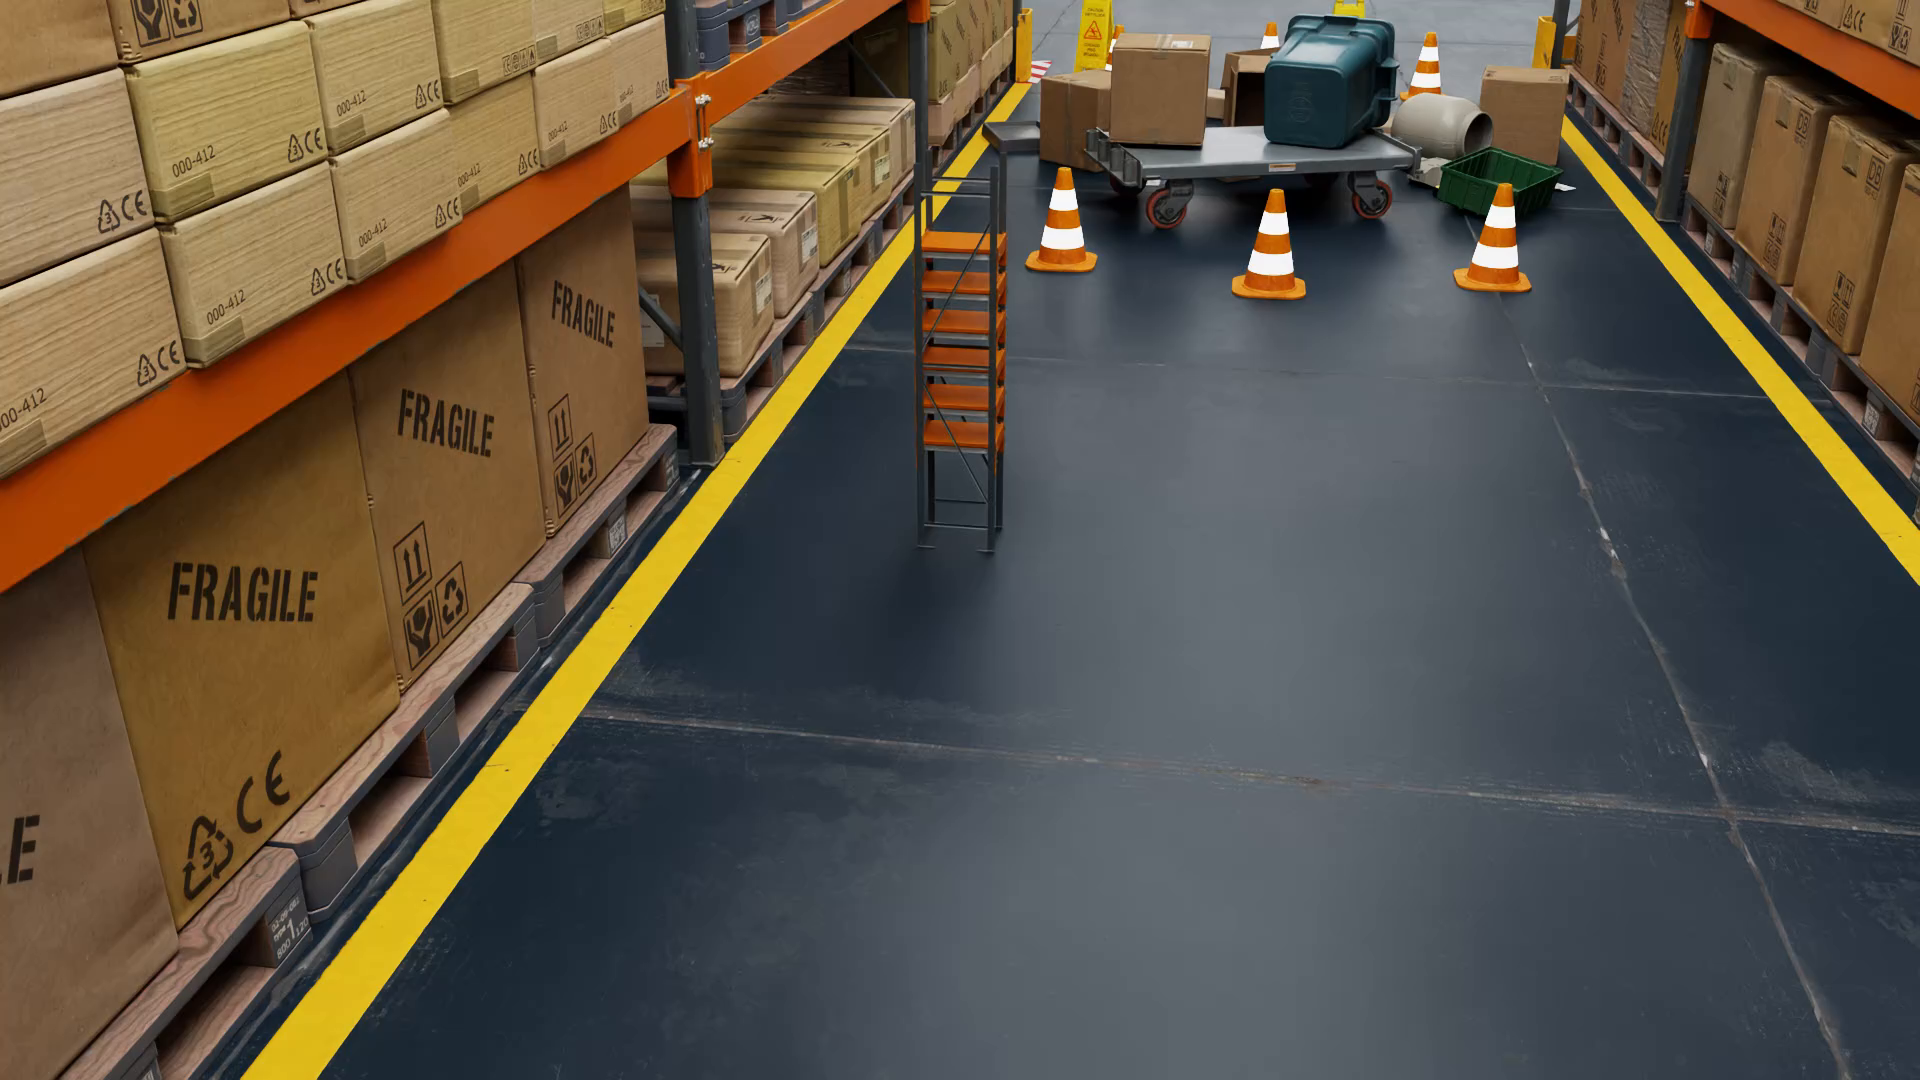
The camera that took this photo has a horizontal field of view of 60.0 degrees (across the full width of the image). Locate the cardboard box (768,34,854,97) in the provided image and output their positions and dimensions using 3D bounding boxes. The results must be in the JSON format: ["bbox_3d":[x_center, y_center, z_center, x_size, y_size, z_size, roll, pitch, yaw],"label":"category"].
[{"bbox_3d":[-0.848,-2.887,9.742,0.500,0.500,0.500,4,25,8],"label":"cardboard box"}]

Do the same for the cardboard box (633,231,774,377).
[{"bbox_3d":[-1.231,-0.899,6.236,0.950,0.372,0.625,2,25,5],"label":"cardboard box"}]

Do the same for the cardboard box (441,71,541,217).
[{"bbox_3d":[-1.326,-0.941,3.900,0.500,0.250,0.500,4,25,8],"label":"cardboard box"}]

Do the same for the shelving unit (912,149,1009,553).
[{"bbox_3d":[0.002,-0.549,5.009,0.258,1.200,0.189,4,25,9],"label":"shelving unit"}]

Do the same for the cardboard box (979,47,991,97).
[{"bbox_3d":[-0.065,-3.162,11.215,0.500,0.250,0.500,3,25,7],"label":"cardboard box"}]

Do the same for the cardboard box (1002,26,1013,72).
[{"bbox_3d":[0.104,-3.587,12.123,0.500,0.250,0.500,4,25,8],"label":"cardboard box"}]

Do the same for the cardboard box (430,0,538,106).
[{"bbox_3d":[-1.305,-1.171,3.801,0.500,0.250,0.500,3,25,7],"label":"cardboard box"}]

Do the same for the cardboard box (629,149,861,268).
[{"bbox_3d":[-0.989,-1.525,7.573,0.950,0.372,0.625,5,26,10],"label":"cardboard box"}]

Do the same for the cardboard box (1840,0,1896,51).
[{"bbox_3d":[3.540,-2.032,5.936,0.500,0.500,0.500,4,25,8],"label":"cardboard box"}]

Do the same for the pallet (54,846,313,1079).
[{"bbox_3d":[-1.935,0.945,2.982,1.003,0.211,1.213,4,25,9],"label":"pallet"}]

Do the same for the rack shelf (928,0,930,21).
[{"bbox_3d":[-0.353,-3.847,10.778,1.077,0.370,4.000,4,25,9],"label":"rack shelf"}]

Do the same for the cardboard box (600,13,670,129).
[{"bbox_3d":[-1.160,-1.366,4.806,0.500,0.250,0.500,3,25,7],"label":"cardboard box"}]

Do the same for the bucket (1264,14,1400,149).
[{"bbox_3d":[1.968,-2.458,9.031,0.726,0.611,0.620,13,38,26],"label":"bucket"}]

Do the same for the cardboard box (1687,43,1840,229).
[{"bbox_3d":[4.208,-1.941,8.016,1.050,0.750,0.750,4,25,8],"label":"cardboard box"}]

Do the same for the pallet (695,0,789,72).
[{"bbox_3d":[-1.322,-1.882,5.958,1.213,0.211,1.003,4,25,9],"label":"pallet"}]

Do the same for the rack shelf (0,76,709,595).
[{"bbox_3d":[-1.660,-0.501,3.630,1.077,0.370,4.000,4,25,9],"label":"rack shelf"}]

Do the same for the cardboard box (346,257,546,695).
[{"bbox_3d":[-1.678,-0.235,4.225,0.875,0.875,0.875,4,25,9],"label":"cardboard box"}]

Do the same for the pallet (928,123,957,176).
[{"bbox_3d":[-0.605,-2.356,10.035,1.003,0.211,1.213,4,25,9],"label":"pallet"}]

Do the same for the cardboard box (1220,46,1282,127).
[{"bbox_3d":[2.185,-2.968,10.998,0.797,0.503,0.637,-14,29,-27],"label":"cardboard box"}]

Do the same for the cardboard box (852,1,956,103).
[{"bbox_3d":[-0.317,-2.849,9.661,0.500,0.500,0.500,5,26,11],"label":"cardboard box"}]

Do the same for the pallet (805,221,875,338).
[{"bbox_3d":[-1.002,-1.236,7.641,1.003,0.211,1.213,4,25,9],"label":"pallet"}]

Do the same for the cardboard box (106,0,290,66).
[{"bbox_3d":[-1.491,-1.077,2.715,0.500,0.500,0.500,3,25,7],"label":"cardboard box"}]

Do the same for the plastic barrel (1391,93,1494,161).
[{"bbox_3d":[2.892,-2.449,9.983,0.421,0.421,0.512,-20,32,-36],"label":"plastic barrel"}]

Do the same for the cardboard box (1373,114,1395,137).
[{"bbox_3d":[2.684,-2.644,10.585,0.396,0.266,0.258,8,26,18],"label":"cardboard box"}]

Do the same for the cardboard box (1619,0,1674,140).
[{"bbox_3d":[4.536,-2.899,9.915,0.875,0.875,0.875,4,25,9],"label":"cardboard box"}]

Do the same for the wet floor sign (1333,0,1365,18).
[{"bbox_3d":[2.925,-3.791,12.589,0.267,0.644,0.232,0,25,-1],"label":"wet floor sign"}]

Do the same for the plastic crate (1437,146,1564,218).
[{"bbox_3d":[2.956,-1.951,9.130,0.450,0.188,0.662,29,36,30],"label":"plastic crate"}]

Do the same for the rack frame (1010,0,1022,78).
[{"bbox_3d":[-0.026,-5.009,12.413,1.000,3.000,0.127,4,25,9],"label":"rack frame"}]

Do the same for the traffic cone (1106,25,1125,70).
[{"bbox_3d":[1.177,-3.591,12.376,0.336,0.463,0.334,4,25,9],"label":"traffic cone"}]

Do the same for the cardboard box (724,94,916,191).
[{"bbox_3d":[-0.763,-2.117,8.838,0.950,0.372,0.625,4,25,9],"label":"cardboard box"}]

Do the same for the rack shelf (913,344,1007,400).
[{"bbox_3d":[0.002,-0.509,5.027,0.258,0.103,0.180,4,25,9],"label":"rack shelf"}]

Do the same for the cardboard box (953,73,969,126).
[{"bbox_3d":[-0.241,-2.733,10.299,0.500,0.250,0.500,5,26,11],"label":"cardboard box"}]

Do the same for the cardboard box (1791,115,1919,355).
[{"bbox_3d":[3.895,-1.148,6.323,1.050,0.750,0.750,4,25,9],"label":"cardboard box"}]

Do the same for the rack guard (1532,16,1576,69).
[{"bbox_3d":[4.878,-3.586,12.322,1.175,0.500,0.348,4,25,9],"label":"rack guard"}]

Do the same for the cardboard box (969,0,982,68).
[{"bbox_3d":[-0.155,-3.290,10.604,0.500,0.500,0.500,5,26,11],"label":"cardboard box"}]

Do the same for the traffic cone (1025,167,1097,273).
[{"bbox_3d":[0.499,-1.571,8.061,0.336,0.463,0.334,4,25,9],"label":"traffic cone"}]

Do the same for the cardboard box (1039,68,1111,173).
[{"bbox_3d":[0.838,-2.559,10.124,0.500,0.500,0.500,-20,32,-36],"label":"cardboard box"}]

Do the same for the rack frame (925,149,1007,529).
[{"bbox_3d":[0.017,-0.588,5.090,0.240,1.200,0.006,4,25,9],"label":"rack frame"}]

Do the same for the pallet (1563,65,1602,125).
[{"bbox_3d":[4.821,-3.105,11.636,1.003,0.211,1.213,4,25,9],"label":"pallet"}]

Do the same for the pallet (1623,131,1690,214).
[{"bbox_3d":[4.422,-2.085,9.455,1.003,0.211,1.213,4,25,9],"label":"pallet"}]

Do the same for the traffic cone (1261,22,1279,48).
[{"bbox_3d":[2.327,-3.656,12.515,0.336,0.463,0.334,4,25,9],"label":"traffic cone"}]

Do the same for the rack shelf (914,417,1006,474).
[{"bbox_3d":[0.002,-0.292,5.129,0.258,0.103,0.180,4,25,9],"label":"rack shelf"}]

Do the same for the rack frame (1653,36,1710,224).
[{"bbox_3d":[4.220,-3.035,8.196,1.000,3.000,0.127,4,25,9],"label":"rack frame"}]

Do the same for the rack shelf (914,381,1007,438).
[{"bbox_3d":[0.002,-0.401,5.078,0.258,0.103,0.180,4,25,9],"label":"rack shelf"}]

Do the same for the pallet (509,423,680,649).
[{"bbox_3d":[-1.537,-0.076,5.163,1.003,0.211,1.213,4,25,9],"label":"pallet"}]

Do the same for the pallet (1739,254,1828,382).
[{"bbox_3d":[3.972,-0.933,6.994,1.003,0.211,1.213,4,25,9],"label":"pallet"}]

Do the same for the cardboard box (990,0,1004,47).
[{"bbox_3d":[0.019,-3.722,11.527,0.500,0.500,0.500,5,26,10],"label":"cardboard box"}]

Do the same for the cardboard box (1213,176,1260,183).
[{"bbox_3d":[1.571,-2.290,9.829,0.258,0.266,0.396,-14,29,-27],"label":"cardboard box"}]

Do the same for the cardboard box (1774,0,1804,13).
[{"bbox_3d":[3.703,-2.459,6.848,0.500,0.500,0.500,4,25,8],"label":"cardboard box"}]

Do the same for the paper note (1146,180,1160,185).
[{"bbox_3d":[1.090,-2.095,9.689,0.148,0.019,0.142,4,25,9],"label":"paper note"}]

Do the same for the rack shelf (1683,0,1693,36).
[{"bbox_3d":[4.547,-3.546,10.136,1.077,0.370,4.000,4,25,9],"label":"rack shelf"}]

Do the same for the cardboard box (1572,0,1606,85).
[{"bbox_3d":[4.828,-3.648,11.516,0.875,0.875,0.875,4,25,9],"label":"cardboard box"}]

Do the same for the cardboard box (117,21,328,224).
[{"bbox_3d":[-1.471,-0.742,2.885,0.500,0.250,0.500,4,25,9],"label":"cardboard box"}]

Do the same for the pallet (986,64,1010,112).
[{"bbox_3d":[-0.206,-3.377,12.216,1.003,0.211,1.213,4,25,9],"label":"pallet"}]

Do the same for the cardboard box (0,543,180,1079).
[{"bbox_3d":[-1.965,0.517,2.618,0.875,0.875,0.875,5,26,10],"label":"cardboard box"}]

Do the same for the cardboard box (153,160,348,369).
[{"bbox_3d":[-1.472,-0.518,2.995,0.500,0.250,0.500,4,25,8],"label":"cardboard box"}]

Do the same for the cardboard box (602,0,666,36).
[{"bbox_3d":[-1.162,-1.601,4.720,0.500,0.250,0.500,4,25,8],"label":"cardboard box"}]

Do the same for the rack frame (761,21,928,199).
[{"bbox_3d":[-0.680,-3.336,8.839,1.000,3.000,0.127,4,25,9],"label":"rack frame"}]
